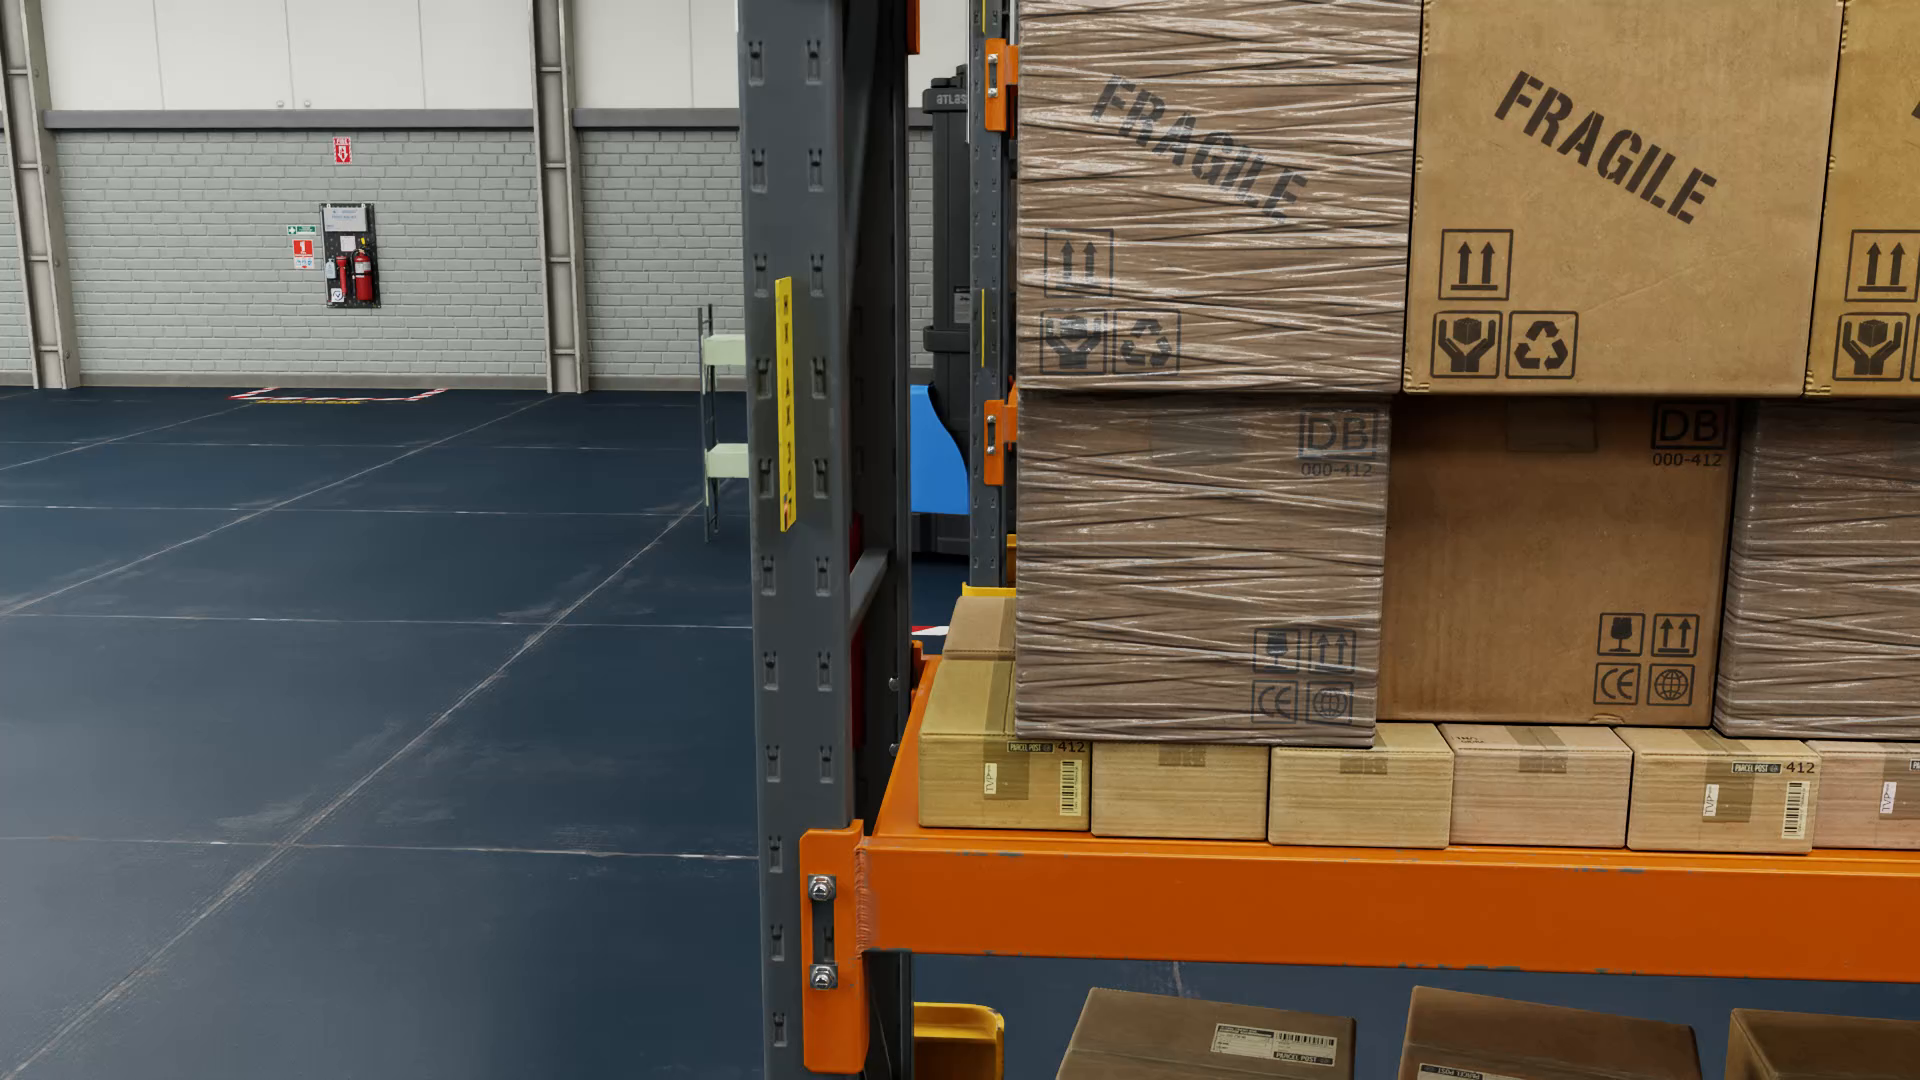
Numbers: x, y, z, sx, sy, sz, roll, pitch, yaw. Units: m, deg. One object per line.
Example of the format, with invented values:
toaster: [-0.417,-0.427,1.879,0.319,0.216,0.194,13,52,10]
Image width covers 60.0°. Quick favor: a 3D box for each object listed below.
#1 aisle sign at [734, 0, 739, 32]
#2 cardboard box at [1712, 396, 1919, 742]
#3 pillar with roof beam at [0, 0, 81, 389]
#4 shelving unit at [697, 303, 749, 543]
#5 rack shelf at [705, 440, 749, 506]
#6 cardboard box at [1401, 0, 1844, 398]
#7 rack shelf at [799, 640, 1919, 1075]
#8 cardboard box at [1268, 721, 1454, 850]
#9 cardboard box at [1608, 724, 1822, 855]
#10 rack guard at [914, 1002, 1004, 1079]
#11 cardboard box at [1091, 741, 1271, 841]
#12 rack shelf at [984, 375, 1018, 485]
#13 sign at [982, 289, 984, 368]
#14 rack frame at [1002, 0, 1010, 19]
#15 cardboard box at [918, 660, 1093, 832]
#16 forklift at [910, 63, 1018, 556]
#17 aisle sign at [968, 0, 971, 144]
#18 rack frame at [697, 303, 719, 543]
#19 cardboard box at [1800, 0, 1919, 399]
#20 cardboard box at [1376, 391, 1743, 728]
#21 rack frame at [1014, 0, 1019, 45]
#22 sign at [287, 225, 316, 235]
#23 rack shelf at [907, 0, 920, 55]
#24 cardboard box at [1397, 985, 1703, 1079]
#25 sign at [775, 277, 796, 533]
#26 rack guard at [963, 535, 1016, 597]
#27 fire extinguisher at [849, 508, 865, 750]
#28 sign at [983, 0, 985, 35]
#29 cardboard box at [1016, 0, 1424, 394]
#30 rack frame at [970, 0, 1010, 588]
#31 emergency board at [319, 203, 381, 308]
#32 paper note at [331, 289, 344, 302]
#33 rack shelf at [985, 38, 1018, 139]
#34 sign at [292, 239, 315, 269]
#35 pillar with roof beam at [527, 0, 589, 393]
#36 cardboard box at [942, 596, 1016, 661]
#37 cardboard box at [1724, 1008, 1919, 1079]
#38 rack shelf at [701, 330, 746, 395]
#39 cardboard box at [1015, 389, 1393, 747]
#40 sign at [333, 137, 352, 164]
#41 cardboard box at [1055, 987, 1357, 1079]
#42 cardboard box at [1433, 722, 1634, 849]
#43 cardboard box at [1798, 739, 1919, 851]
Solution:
aisle sign: [-0.273,-1.078,2.245,0.004,0.787,0.394,1,12,4]
cardboard box: [1.358,-0.049,2.706,0.500,0.500,0.875,1,12,4]
pillar with roof beam: [-10.703,-5.290,14.078,0.400,9.000,9.100,1,12,4]
shelving unit: [-1.256,-0.756,10.717,0.755,1.500,0.431,0,12,2]
rack shelf: [-1.256,-0.437,10.784,0.720,0.370,0.431,0,12,2]
cardboard box: [0.838,-0.478,2.315,0.500,0.500,0.500,1,12,4]
rack shelf: [1.804,0.514,2.743,4.000,0.370,1.077,1,12,4]
cardboard box: [0.574,0.324,2.508,0.250,0.149,0.380,1,12,4]
cardboard box: [1.073,0.328,2.489,0.250,0.149,0.380,1,12,4]
rack guard: [-0.116,1.359,3.051,0.348,0.500,1.175,1,12,4]
cardboard box: [0.325,0.317,2.539,0.250,0.149,0.380,1,12,4]
rack shelf: [2.135,-0.498,7.580,4.000,0.370,1.077,1,12,4]
sign: [0.098,-0.901,7.072,0.005,0.325,0.100,1,12,4]
rack frame: [0.140,-3.814,7.023,0.127,3.000,1.000,1,12,4]
cardboard box: [0.077,0.310,2.574,0.250,0.149,0.380,1,12,4]
forklift: [0.638,-1.350,10.065,3.031,2.935,1.130,4,12,18]
aisle sign: [0.048,-2.091,7.090,0.004,0.787,0.394,1,12,4]
rack frame: [-1.622,-0.758,10.729,0.023,1.500,0.400,0,12,2]
cardboard box: [1.336,-0.472,2.284,0.500,0.500,0.500,1,12,4]
cardboard box: [0.862,-0.065,2.781,0.500,0.500,0.875,1,12,4]
rack frame: [0.474,-4.826,11.860,0.127,3.000,1.000,1,12,4]
sign: [-7.433,-3.496,18.773,0.331,0.109,0.001,1,12,4]
rack shelf: [1.804,-0.954,2.436,4.000,0.370,1.077,1,12,4]
cardboard box: [1.029,1.165,2.950,0.500,0.500,0.500,4,12,19]
sign: [-0.228,-0.179,2.181,0.005,0.325,0.100,1,12,4]
rack guard: [0.218,0.337,7.934,0.348,0.500,1.175,1,12,4]
fire extinguisher: [-0.275,0.076,3.265,0.183,0.674,0.296,1,12,4]
sign: [0.098,-2.238,6.792,0.005,0.325,0.100,1,12,4]
cardboard box: [0.339,-0.486,2.355,0.500,0.500,0.500,1,12,4]
rack frame: [0.140,-0.878,7.637,0.127,3.000,1.000,1,12,4]
emergency board: [-6.892,-3.192,18.703,0.643,1.169,0.194,1,12,4]
paper note: [-7.064,-2.778,18.872,0.142,0.148,0.016,1,12,4]
rack shelf: [2.135,-1.966,7.273,4.000,0.370,1.077,1,12,4]
sign: [-7.437,-3.238,18.836,0.234,0.329,0.001,1,12,4]
pillar with roof beam: [-4.717,-5.208,13.686,0.400,9.000,9.100,1,12,4]
cardboard box: [0.107,0.219,3.009,0.250,0.149,0.380,1,12,4]
cardboard box: [1.653,1.178,2.891,0.500,0.500,0.500,2,12,9]
rack shelf: [-1.256,-1.138,10.637,0.720,0.370,0.431,0,12,2]
cardboard box: [0.355,-0.047,2.697,0.500,0.500,0.875,1,12,4]
sign: [-6.893,-4.347,18.564,0.199,0.298,0.001,1,12,4]
cardboard box: [0.430,1.164,2.956,0.500,0.500,0.500,3,12,14]
cardboard box: [0.824,0.323,2.512,0.250,0.149,0.380,1,12,4]
cardboard box: [1.325,0.326,2.499,0.250,0.149,0.380,1,12,4]
